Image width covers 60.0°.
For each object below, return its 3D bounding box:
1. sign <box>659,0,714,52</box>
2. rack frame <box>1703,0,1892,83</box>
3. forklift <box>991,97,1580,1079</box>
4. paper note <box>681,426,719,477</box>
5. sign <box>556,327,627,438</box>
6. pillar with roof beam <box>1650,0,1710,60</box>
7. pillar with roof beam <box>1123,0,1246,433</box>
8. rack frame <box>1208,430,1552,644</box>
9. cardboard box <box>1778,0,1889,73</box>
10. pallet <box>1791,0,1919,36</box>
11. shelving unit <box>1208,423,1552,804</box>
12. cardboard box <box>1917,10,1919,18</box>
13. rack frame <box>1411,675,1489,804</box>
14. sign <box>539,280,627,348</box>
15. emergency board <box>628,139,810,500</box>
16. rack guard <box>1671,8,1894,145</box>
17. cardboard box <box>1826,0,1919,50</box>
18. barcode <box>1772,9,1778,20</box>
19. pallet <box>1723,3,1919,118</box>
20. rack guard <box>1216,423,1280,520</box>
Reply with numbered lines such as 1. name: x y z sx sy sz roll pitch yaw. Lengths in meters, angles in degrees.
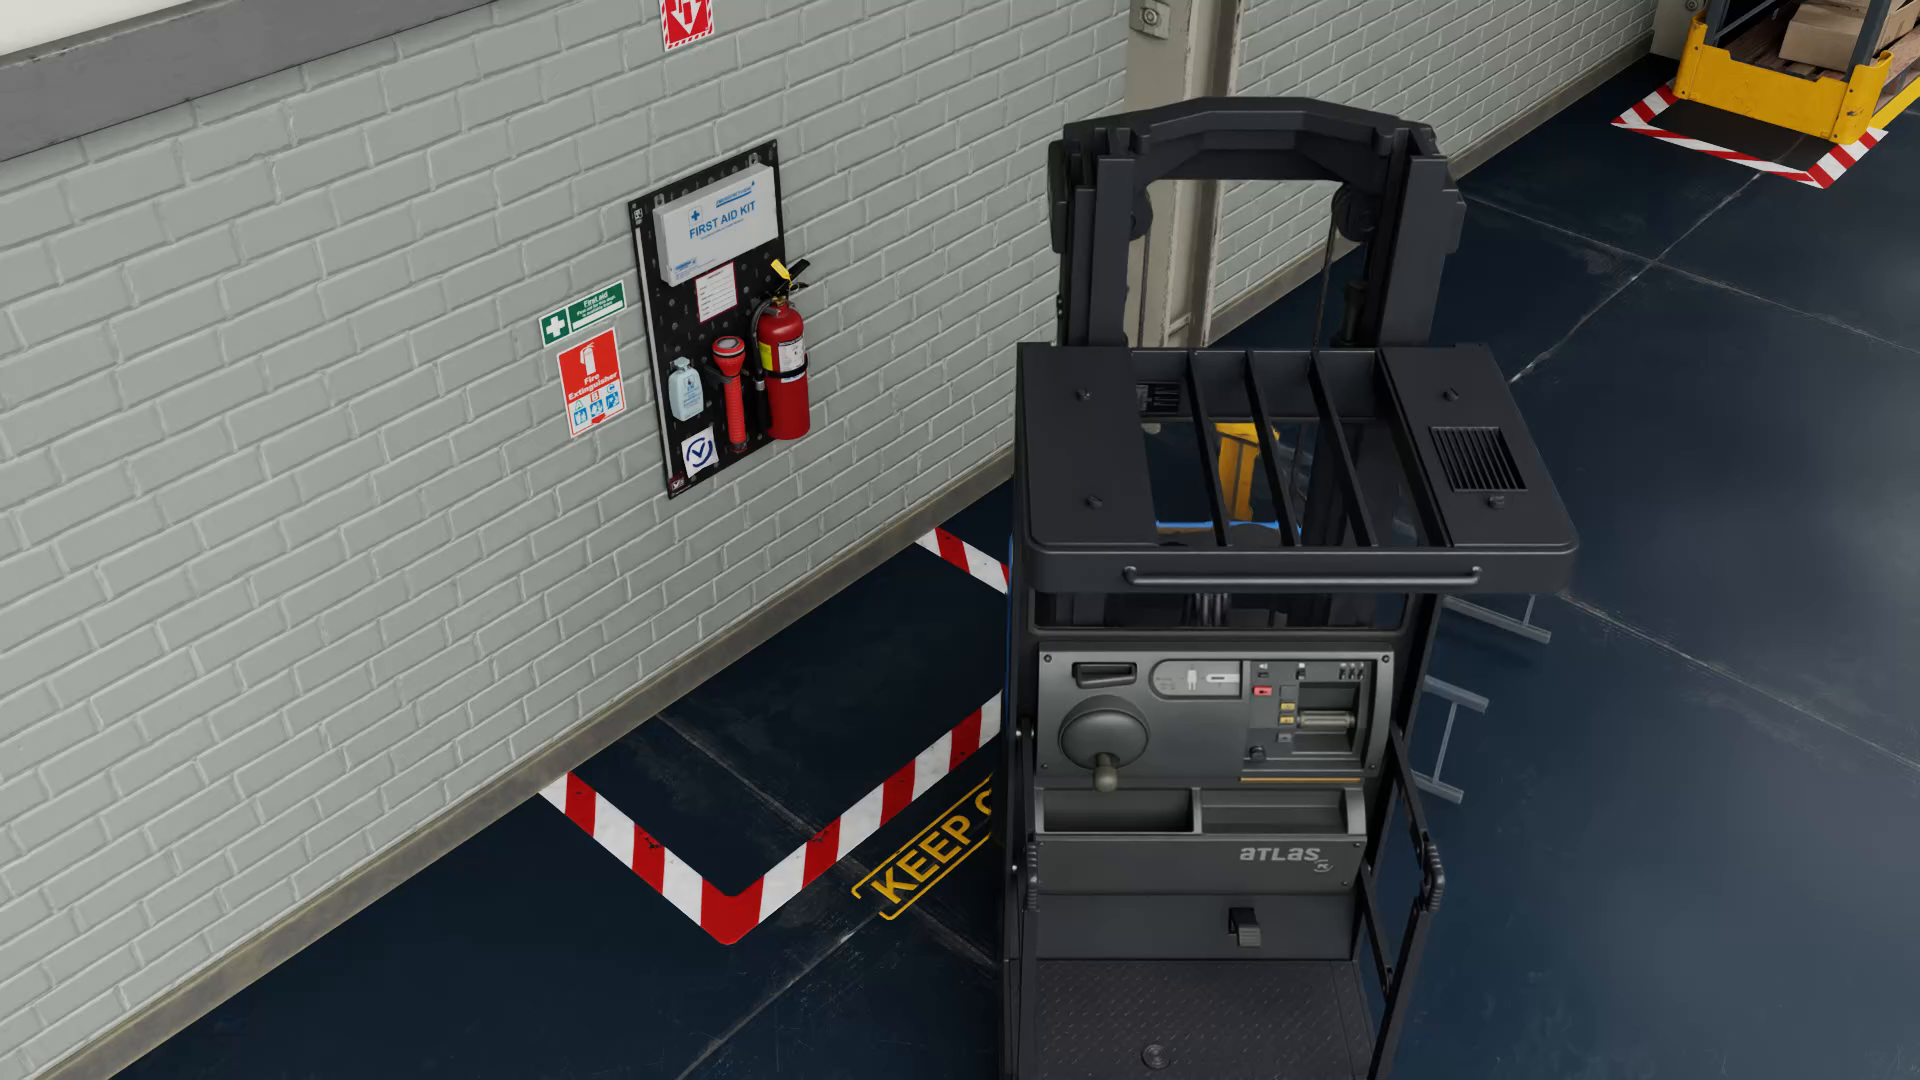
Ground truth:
1. sign: -0.837 -1.658 5.063 0.001 0.298 0.199 30 47 32
2. rack frame: 5.152 -3.904 9.749 1.000 3.000 0.127 30 47 32
3. forklift: 0.671 0.539 4.217 1.130 2.935 3.031 0 38 0
4. paper note: -0.928 -0.316 5.945 0.016 0.148 0.142 30 47 32
5. sign: -1.207 -0.516 5.460 0.001 0.329 0.234 30 47 32
6. pillar with roof beam: 8.163 -5.129 6.470 9.100 9.000 0.400 30 47 32
7. pillar with roof beam: 4.115 -2.372 3.003 9.100 9.000 0.400 30 47 32
8. rack frame: 1.720 -0.039 6.806 1.500 0.500 0.032 22 43 25
9. cardboard box: 5.685 -3.304 10.801 0.500 0.311 0.500 24 44 27
10. pallet: 6.600 -3.763 11.813 1.003 0.211 1.213 30 47 32
11. shelving unit: 1.449 0.222 6.478 1.500 0.587 1.083 22 43 25
12. cardboard box: 6.601 -3.955 11.469 0.700 0.500 0.500 27 46 29
13. rack frame: 1.169 0.493 6.138 1.500 0.500 0.032 22 43 25
14. sign: -1.197 -0.722 5.293 0.001 0.109 0.331 30 47 32
15. emergency board: -0.758 -0.713 5.736 0.194 1.169 0.643 30 47 32
16. rack guard: 5.203 -2.960 10.571 1.175 0.500 0.348 30 47 32
17. cardboard box: 6.070 -3.565 11.131 0.500 0.311 0.500 -30 47 -32
18. barcode: 5.402 -3.483 11.020 0.001 0.075 0.075 30 47 32
19. pallet: 5.777 -3.205 11.112 1.003 0.211 1.213 30 47 32
20. rack guard: 1.195 -0.249 7.071 0.250 0.587 0.087 22 43 25
